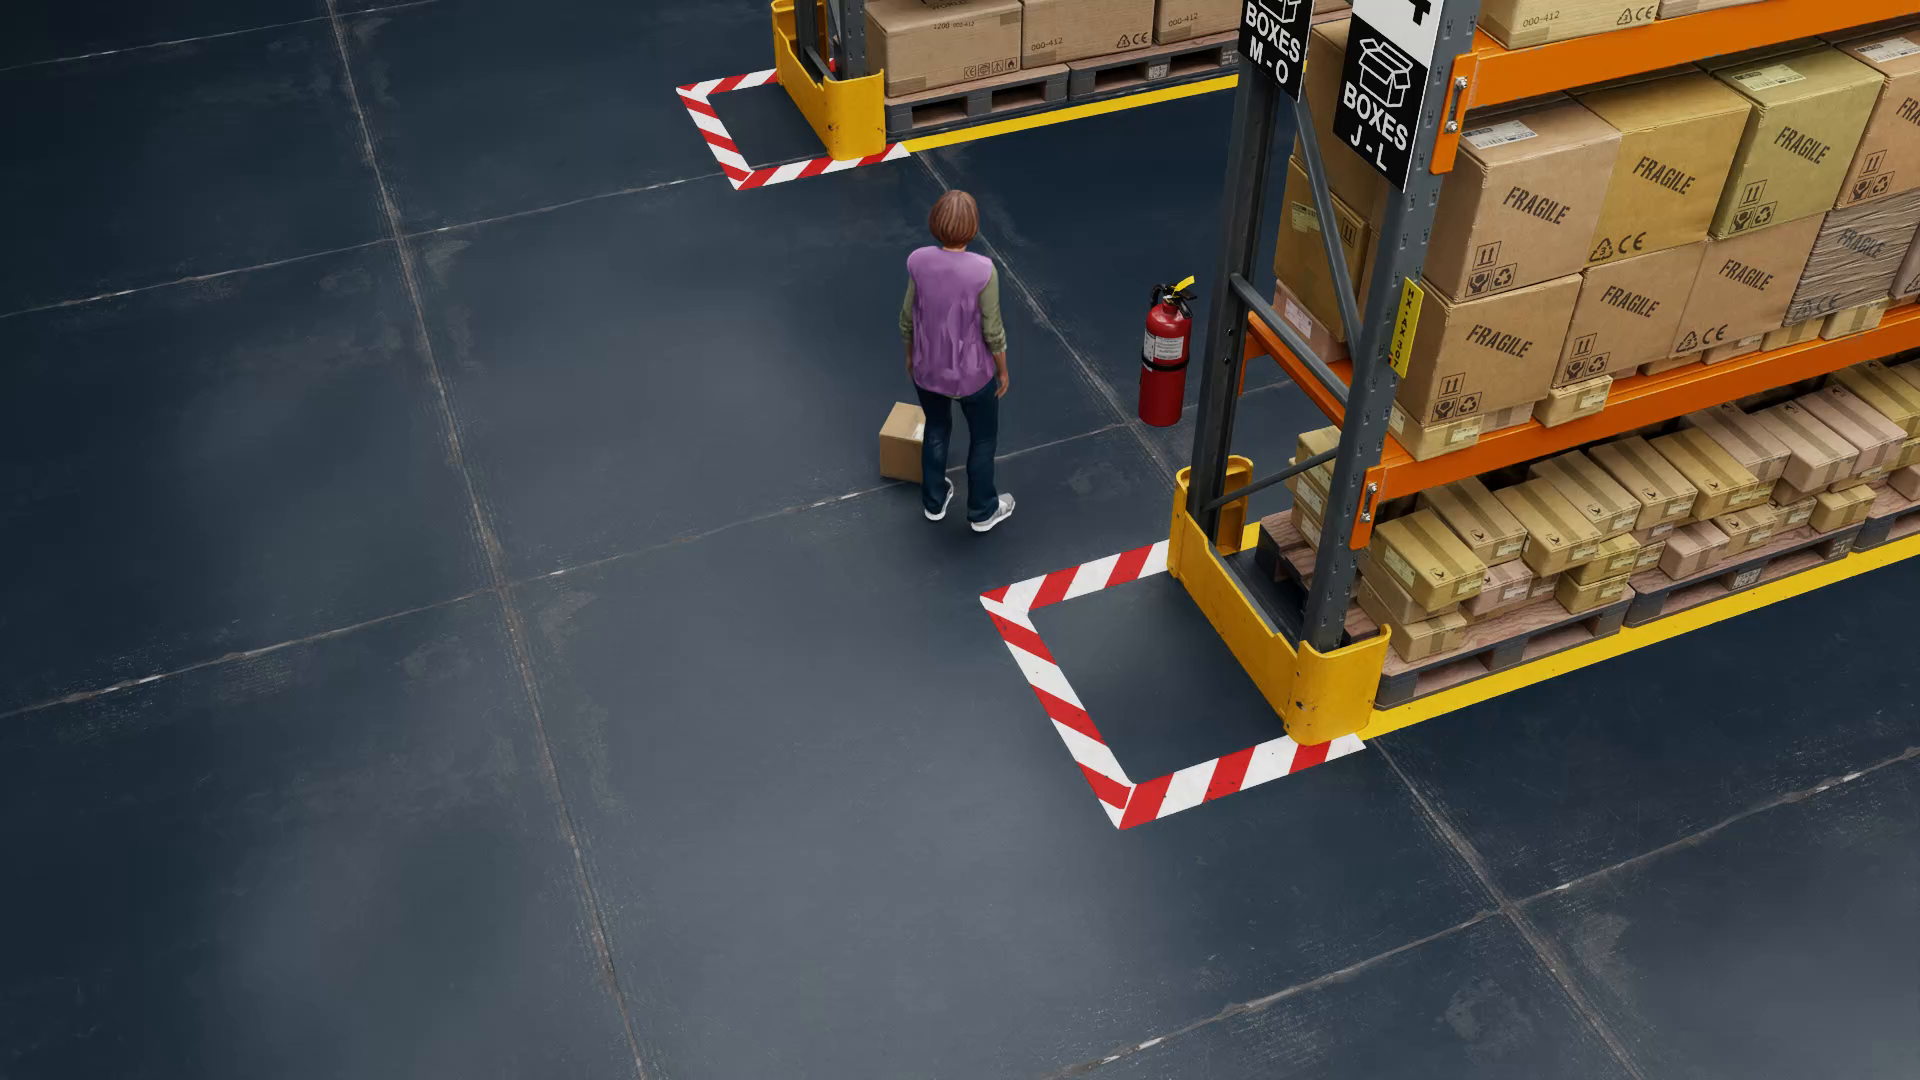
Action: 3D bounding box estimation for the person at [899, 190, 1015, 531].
[{"bbox_3d":[-0.016,-0.707,6.954,0.474,1.580,0.346,14,44,15],"label":"person"}]
